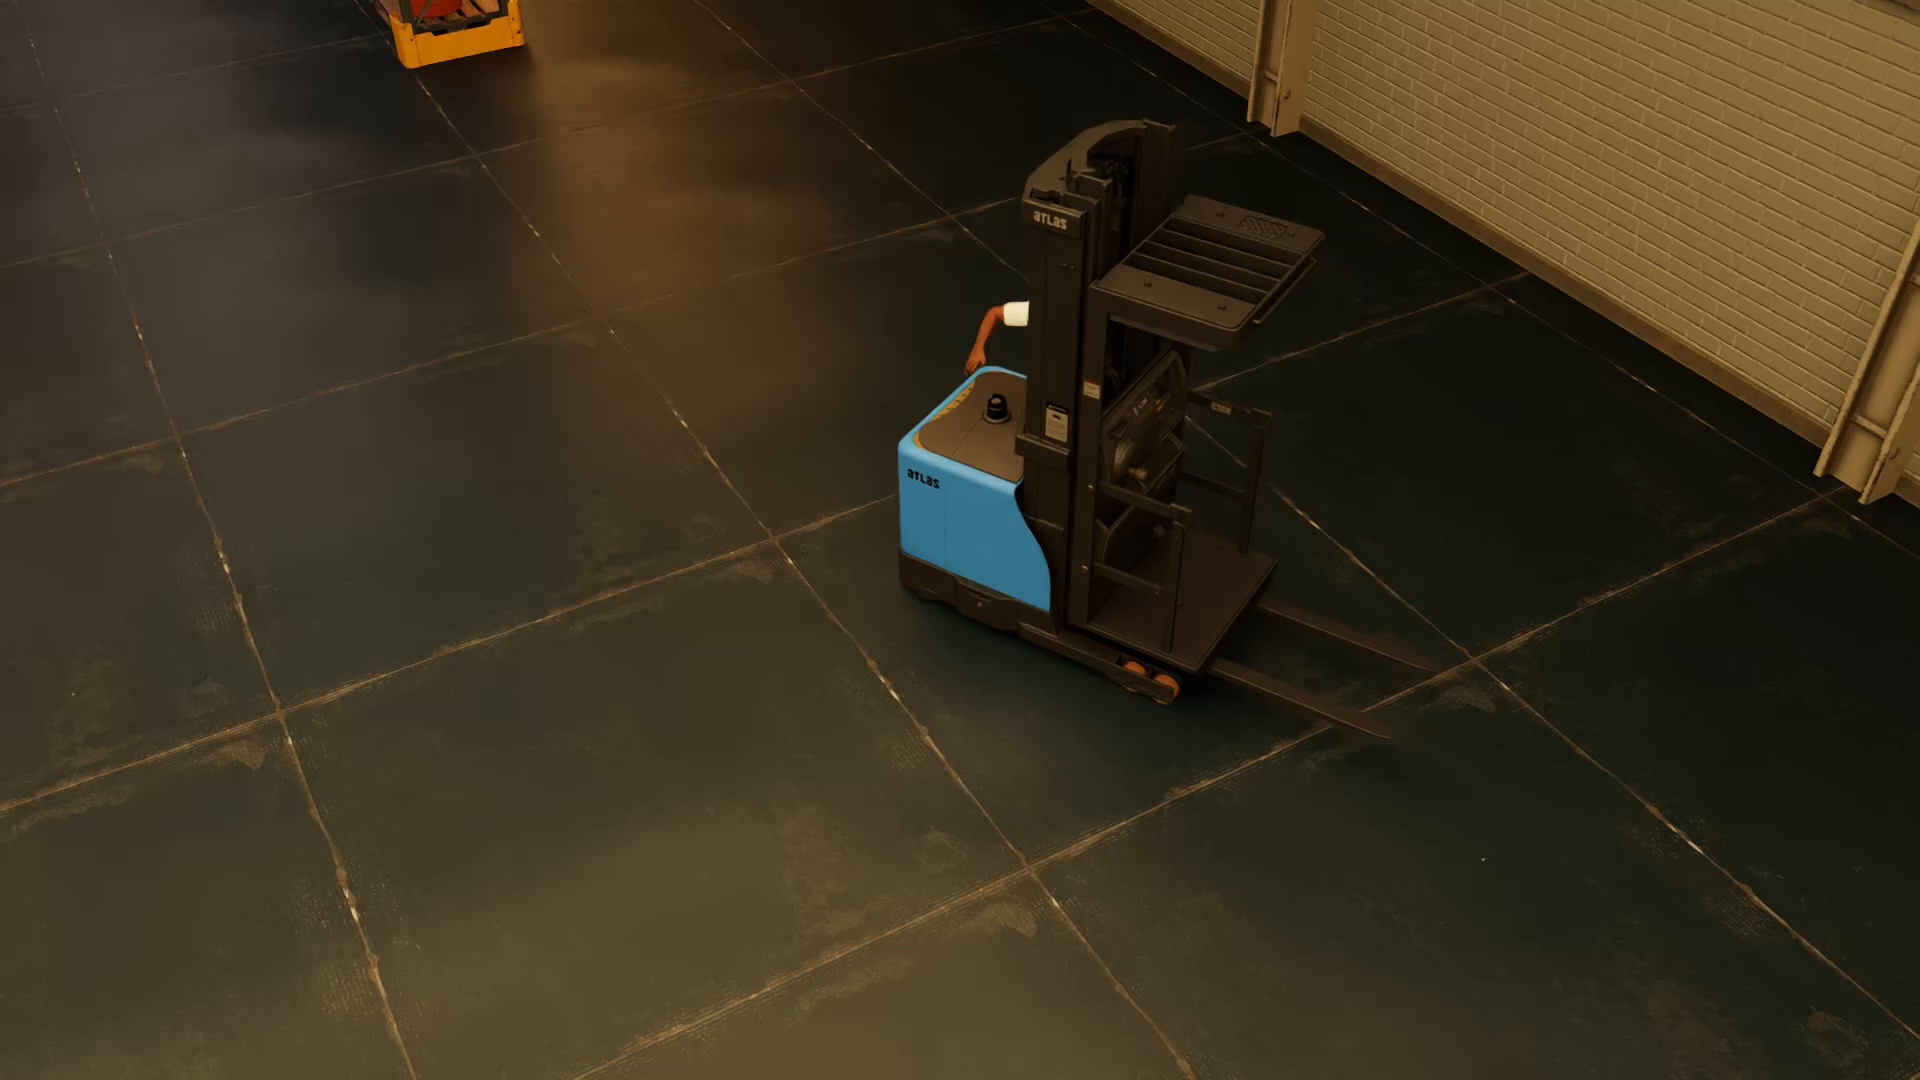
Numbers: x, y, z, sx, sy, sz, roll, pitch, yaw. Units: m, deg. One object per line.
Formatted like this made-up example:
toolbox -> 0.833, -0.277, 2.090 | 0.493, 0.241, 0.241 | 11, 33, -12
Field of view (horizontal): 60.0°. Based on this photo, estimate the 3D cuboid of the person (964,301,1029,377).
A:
person -> 0.588, -0.832, 10.064 | 1.186, 1.500, 0.842 | 12, 41, 14

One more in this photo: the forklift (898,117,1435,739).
forklift -> 1.156, -0.606, 8.767 | 3.031, 2.935, 1.130 | 22, 44, 24
